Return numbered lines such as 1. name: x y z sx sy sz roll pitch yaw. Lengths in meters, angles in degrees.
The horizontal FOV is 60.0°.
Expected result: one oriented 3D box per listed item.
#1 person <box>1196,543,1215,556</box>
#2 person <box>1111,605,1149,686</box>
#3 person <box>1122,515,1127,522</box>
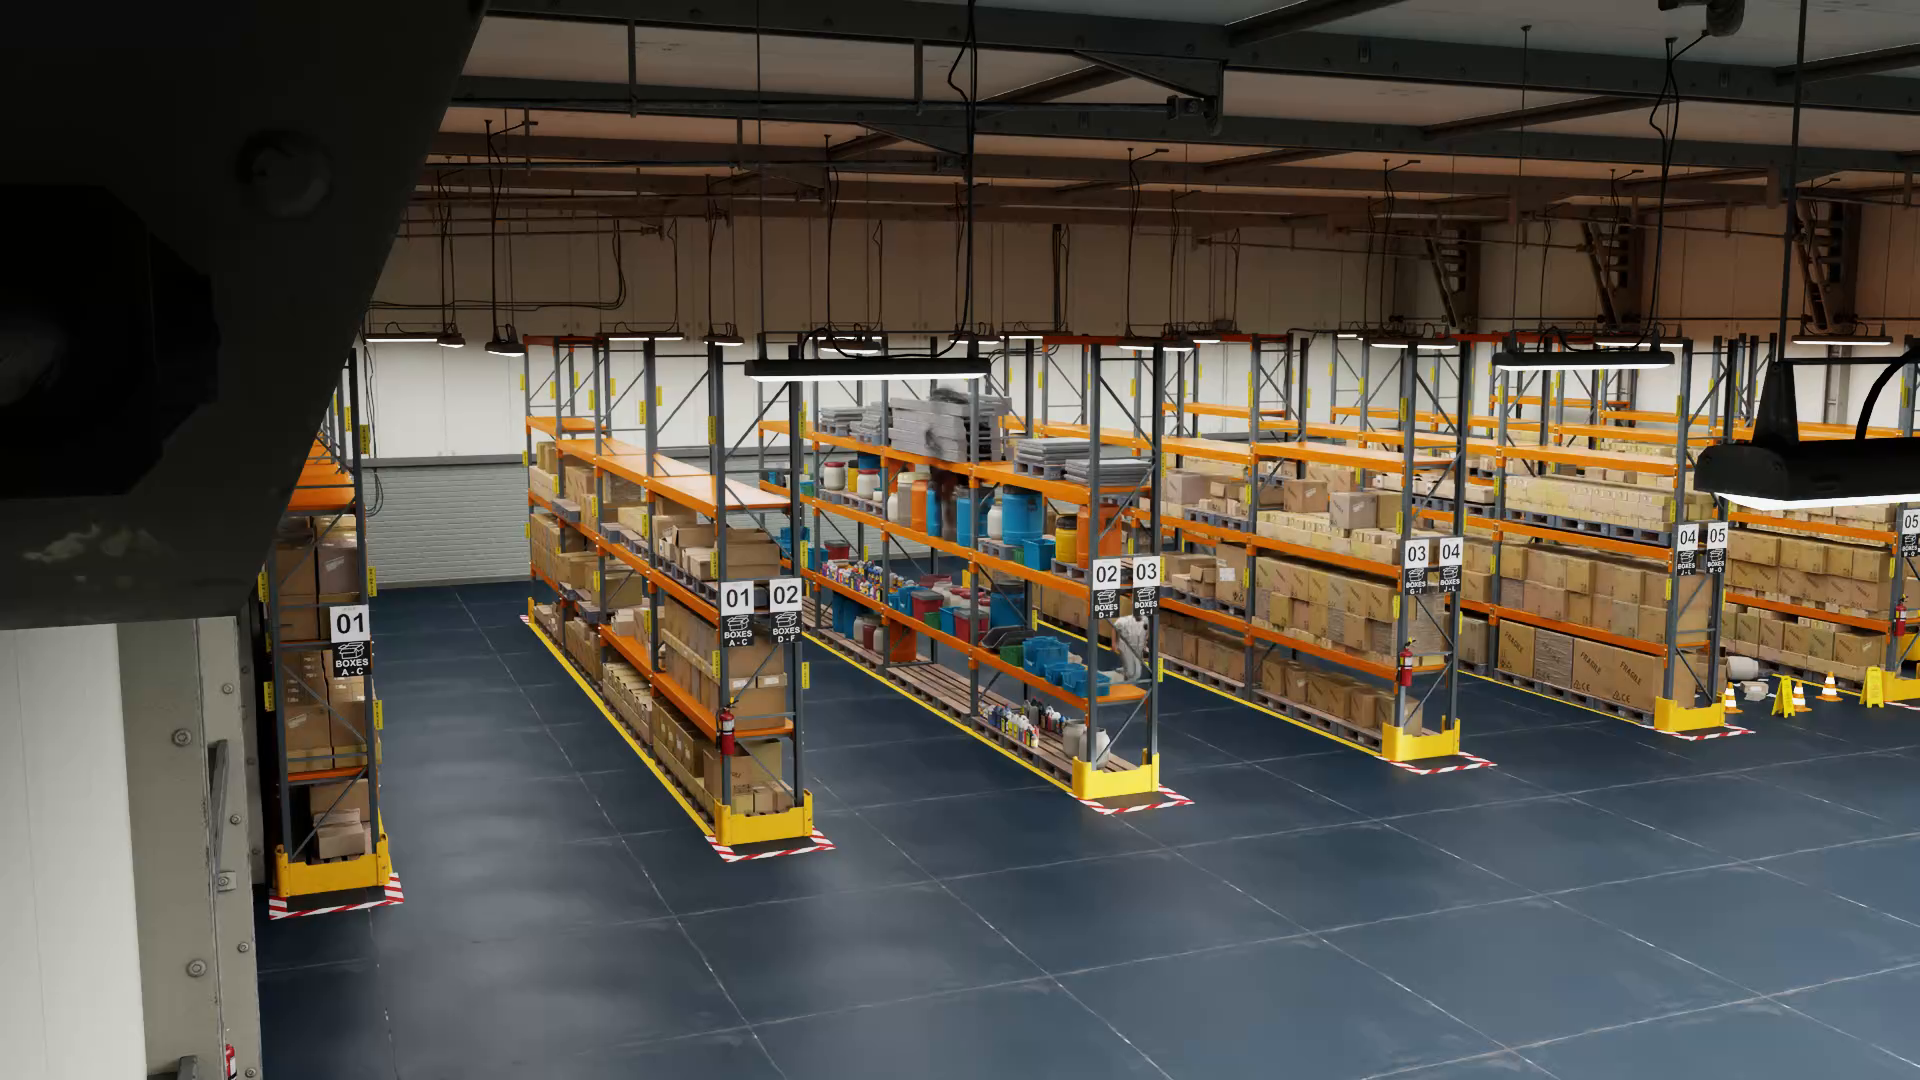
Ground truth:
1. person: 6.266 -0.147 42.480 0.752 1.618 0.594 -5 9 -31
2. person: 2.852 1.837 27.702 0.655 1.701 0.762 -4 9 -28
3. person: 3.826 0.207 40.018 0.645 1.649 0.509 1 8 7
